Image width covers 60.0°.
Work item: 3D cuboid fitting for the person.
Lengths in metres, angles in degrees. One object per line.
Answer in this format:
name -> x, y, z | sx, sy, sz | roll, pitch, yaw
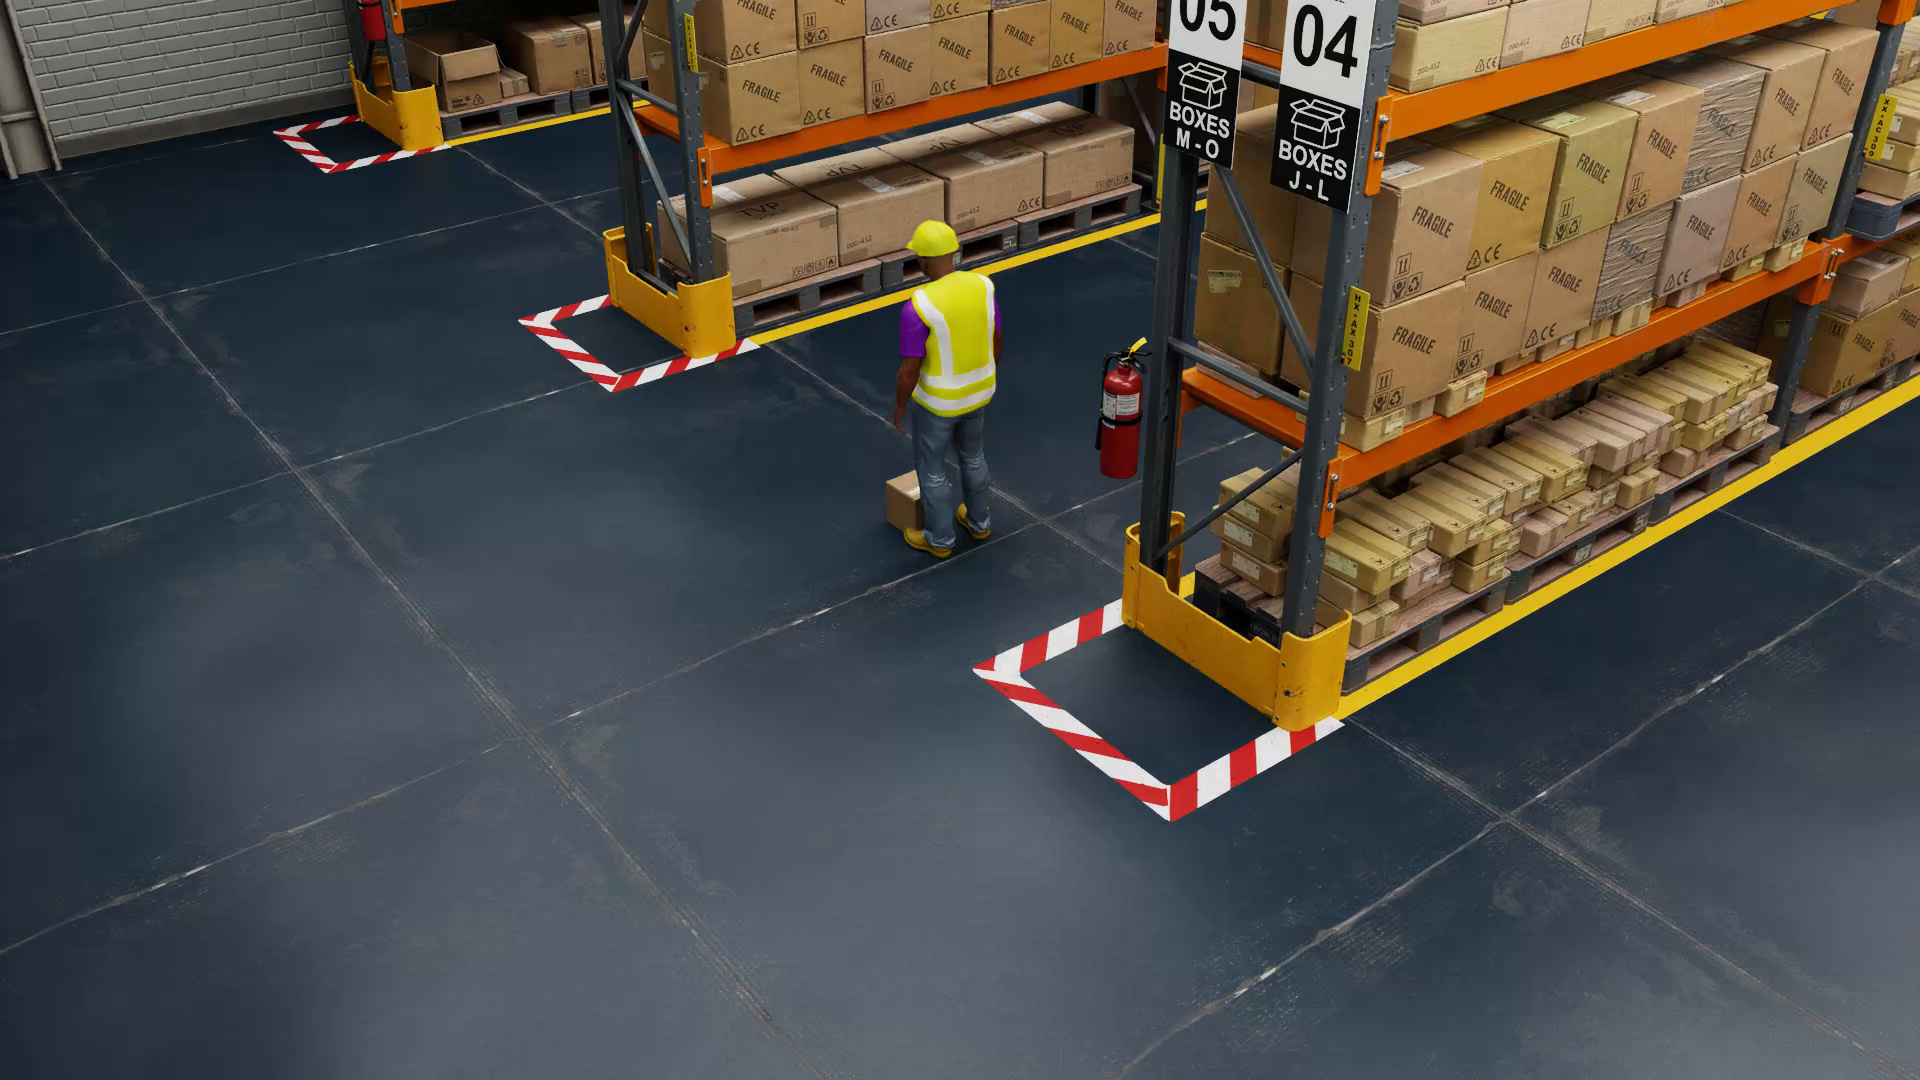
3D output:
person -> -0.065, -0.744, 8.309 | 0.627, 1.761, 0.456 | -22, 38, -31
